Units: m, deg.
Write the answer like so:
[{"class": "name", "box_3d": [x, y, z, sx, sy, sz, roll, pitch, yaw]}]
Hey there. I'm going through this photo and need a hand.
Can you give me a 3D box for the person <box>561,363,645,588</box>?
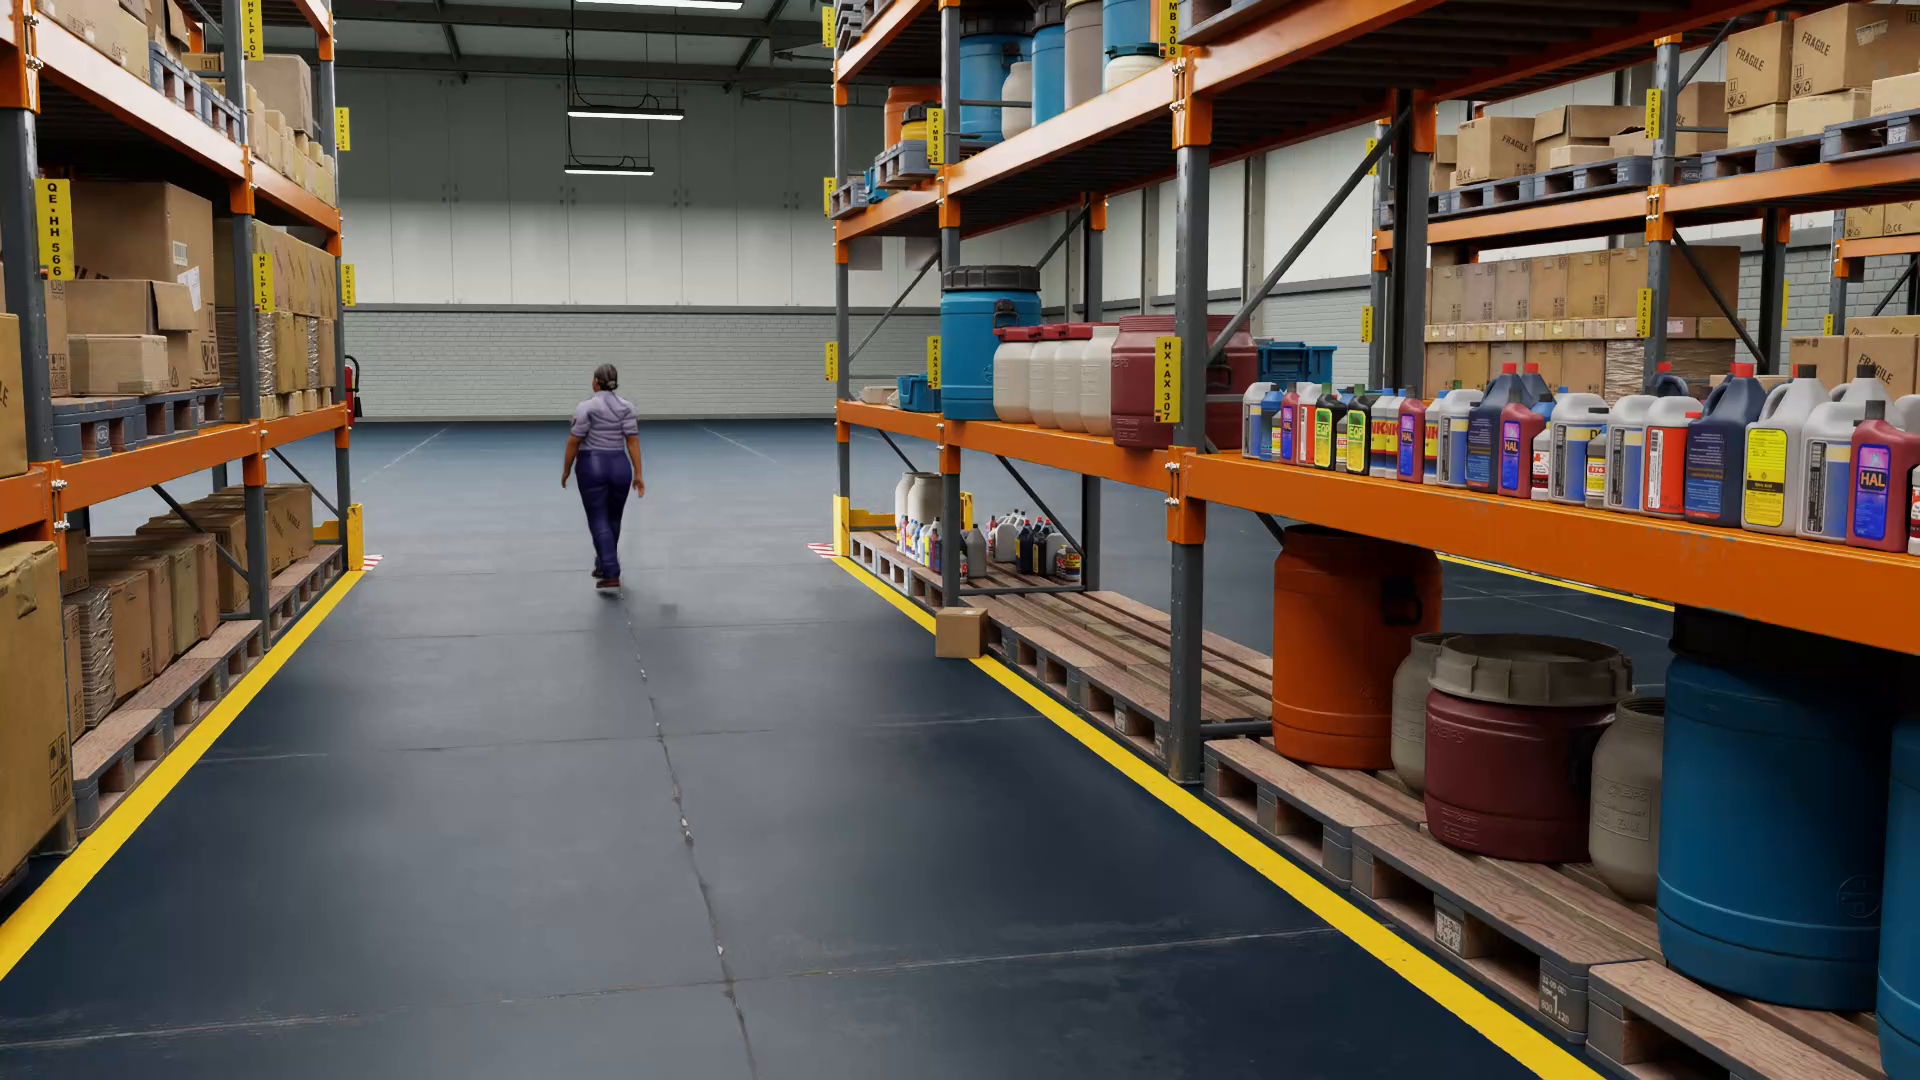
[{"class": "person", "box_3d": [-2.631, -0.479, 12.060, 0.511, 1.598, 0.896, -5, 8, -36]}]
